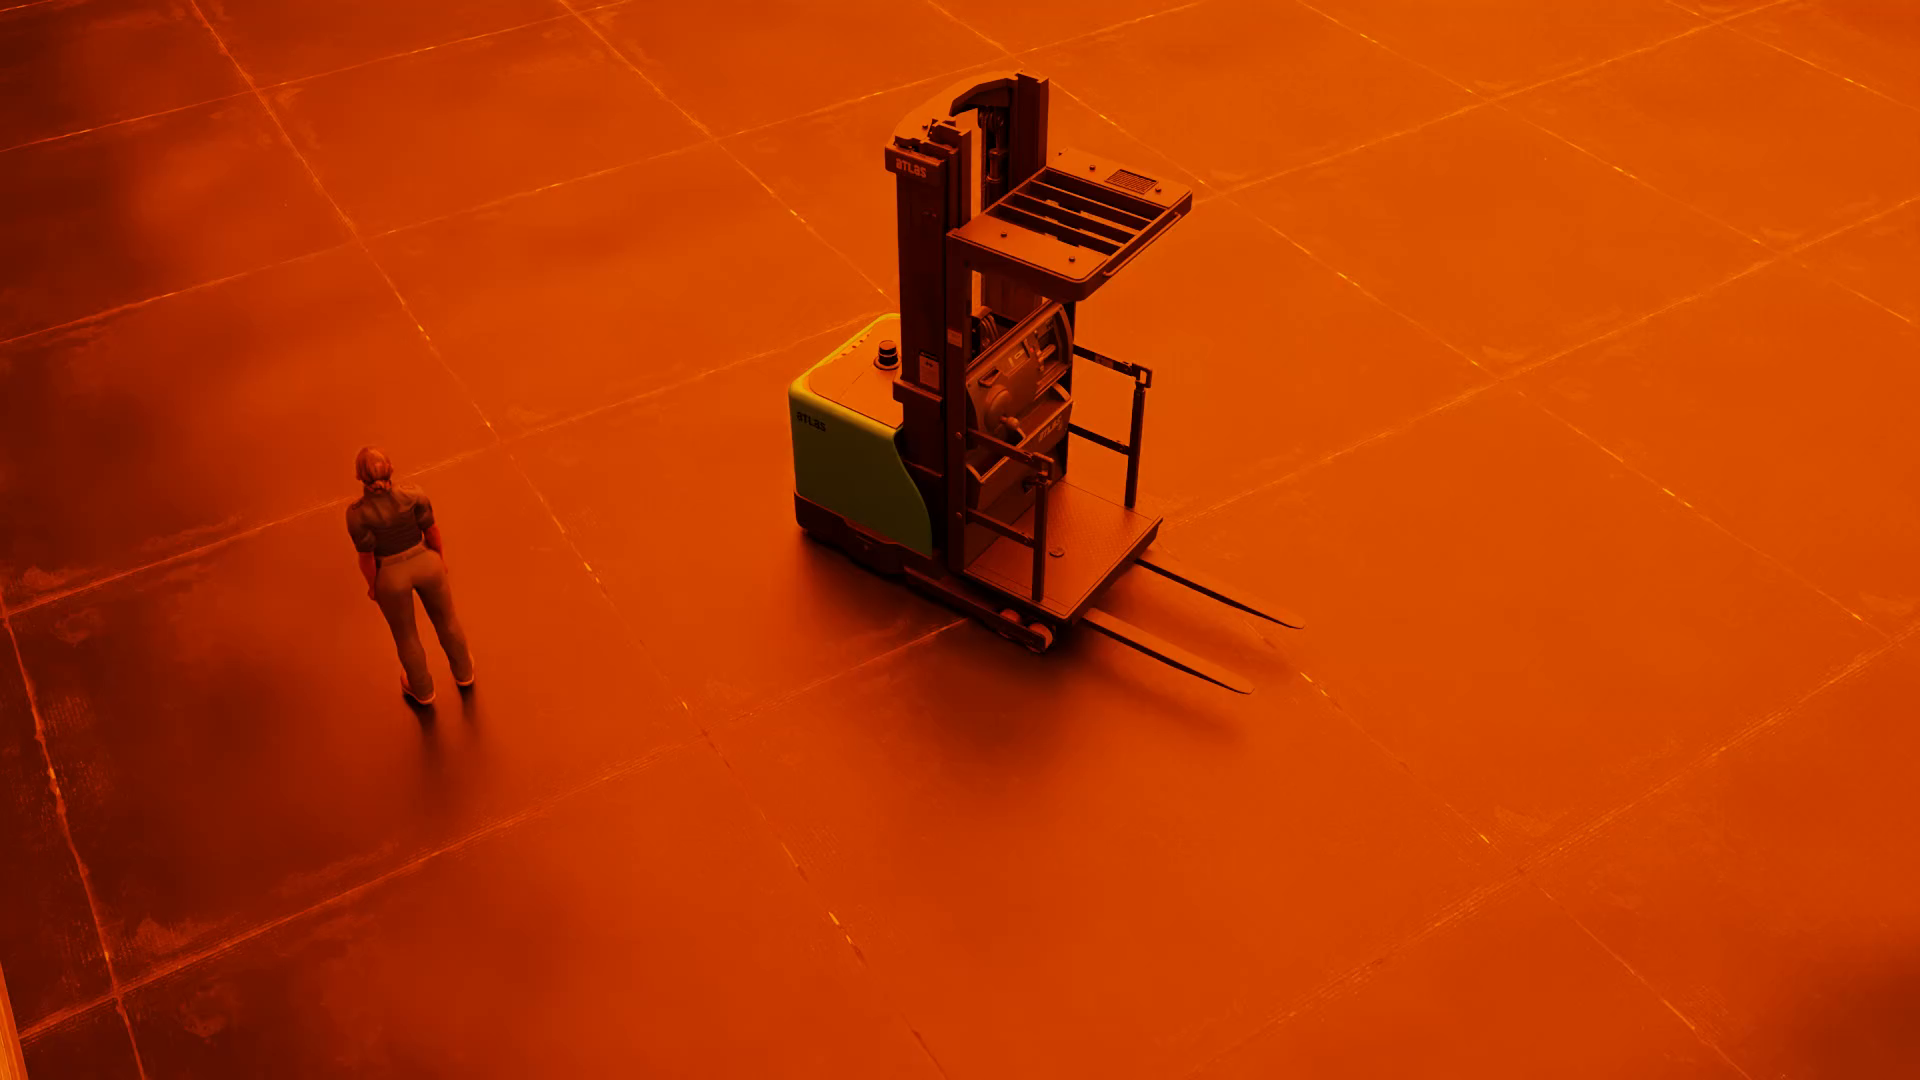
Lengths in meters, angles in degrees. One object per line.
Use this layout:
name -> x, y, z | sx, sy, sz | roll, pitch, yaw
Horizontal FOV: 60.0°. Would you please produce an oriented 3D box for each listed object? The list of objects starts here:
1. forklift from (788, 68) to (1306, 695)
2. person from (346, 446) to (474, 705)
forklift -> 0.496, -0.872, 8.869 | 3.031, 2.935, 1.130 | 25, 47, 26
person -> -2.860, 0.168, 8.601 | 0.446, 1.646, 0.337 | -23, 46, -24
